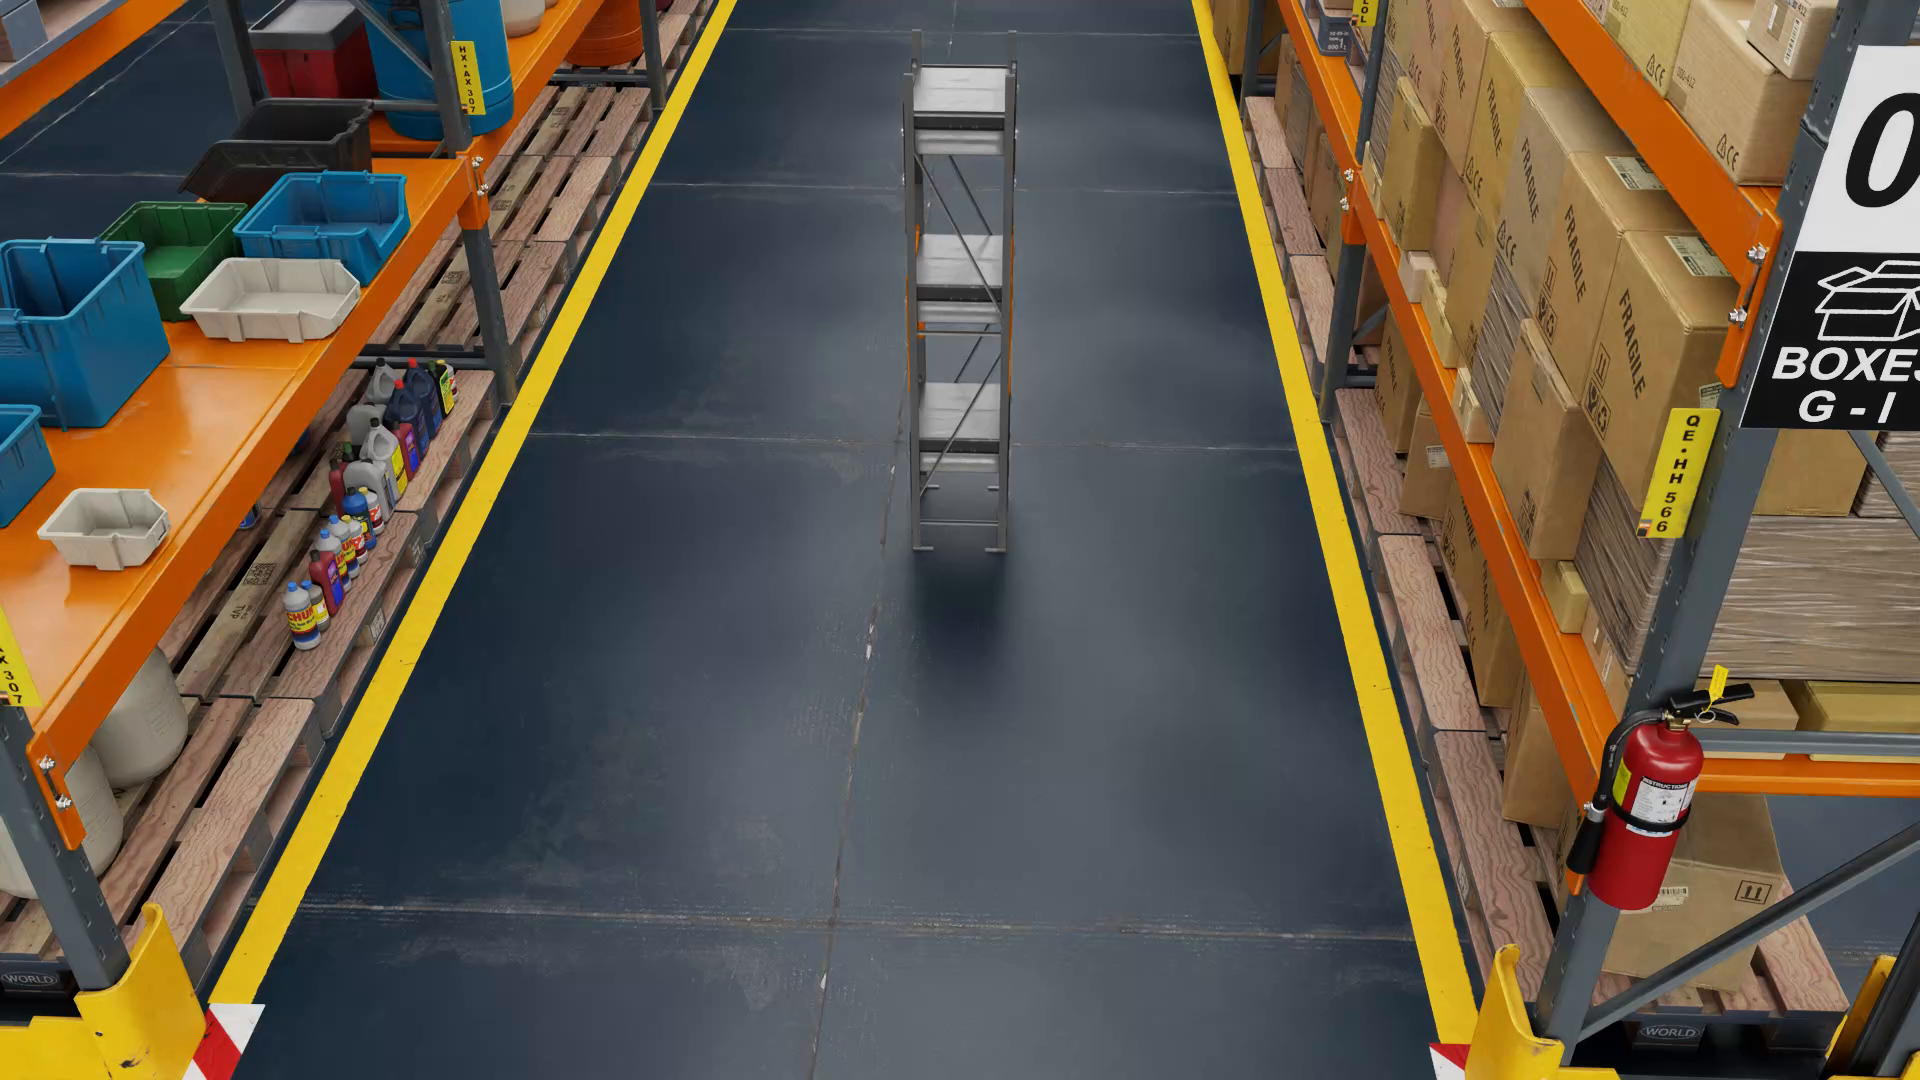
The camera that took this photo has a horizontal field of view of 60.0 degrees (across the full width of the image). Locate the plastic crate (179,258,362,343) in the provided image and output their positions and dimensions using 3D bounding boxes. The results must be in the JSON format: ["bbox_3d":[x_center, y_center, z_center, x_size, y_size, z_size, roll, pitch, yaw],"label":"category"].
[{"bbox_3d":[-2.512,-0.878,6.120,0.530,0.136,0.437,1,35,2],"label":"plastic crate"}]

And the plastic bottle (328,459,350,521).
[{"bbox_3d":[-2.576,-0.230,6.948,0.061,0.283,0.133,1,35,2],"label":"plastic bottle"}]

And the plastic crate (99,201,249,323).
[{"bbox_3d":[-3.037,-1.065,6.340,0.450,0.188,0.662,1,35,2],"label":"plastic crate"}]

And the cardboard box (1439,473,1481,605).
[{"bbox_3d":[2.231,-0.043,6.511,0.500,0.500,0.500,-2,35,-2],"label":"cardboard box"}]

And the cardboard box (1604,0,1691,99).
[{"bbox_3d":[1.871,-1.248,3.938,0.500,0.250,0.500,2,35,2],"label":"cardboard box"}]

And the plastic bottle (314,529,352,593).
[{"bbox_3d":[-2.463,0.078,6.520,0.097,0.271,0.097,0,35,0],"label":"plastic bottle"}]

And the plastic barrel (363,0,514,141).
[{"bbox_3d":[-2.382,-2.345,7.542,0.600,0.901,0.708,1,35,2],"label":"plastic barrel"}]

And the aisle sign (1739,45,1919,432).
[{"bbox_3d":[1.786,-0.547,3.159,0.394,0.787,0.004,1,35,2],"label":"aisle sign"}]

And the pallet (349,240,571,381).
[{"bbox_3d":[-2.707,-1.236,8.825,1.003,0.211,1.213,1,35,2],"label":"pallet"}]

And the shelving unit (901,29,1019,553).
[{"bbox_3d":[0.007,-0.954,6.782,0.431,2.100,0.503,1,35,2],"label":"shelving unit"}]

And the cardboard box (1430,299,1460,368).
[{"bbox_3d":[1.893,-0.729,5.897,0.380,0.149,0.250,1,35,2],"label":"cardboard box"}]

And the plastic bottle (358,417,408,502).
[{"bbox_3d":[-2.459,-0.348,7.058,0.144,0.351,0.185,1,35,2],"label":"plastic bottle"}]

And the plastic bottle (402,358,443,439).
[{"bbox_3d":[-2.438,-0.644,7.479,0.144,0.351,0.185,0,35,1],"label":"plastic bottle"}]

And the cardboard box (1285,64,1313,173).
[{"bbox_3d":[2.393,-2.561,10.077,0.700,0.500,0.500,-1,35,-2],"label":"cardboard box"}]

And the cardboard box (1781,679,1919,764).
[{"bbox_3d":[2.338,0.432,4.244,0.380,0.149,0.250,1,35,2],"label":"cardboard box"}]

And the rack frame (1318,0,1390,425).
[{"bbox_3d":[2.249,-1.810,7.217,1.000,3.000,0.127,1,35,2],"label":"rack frame"}]

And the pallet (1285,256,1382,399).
[{"bbox_3d":[2.279,-1.117,8.655,1.003,0.211,1.213,1,35,2],"label":"pallet"}]

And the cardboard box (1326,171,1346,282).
[{"bbox_3d":[2.333,-1.593,8.700,0.700,0.500,0.500,1,35,2],"label":"cardboard box"}]

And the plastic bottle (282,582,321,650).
[{"bbox_3d":[-2.477,0.275,6.240,0.097,0.271,0.097,0,35,0],"label":"plastic bottle"}]

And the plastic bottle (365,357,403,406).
[{"bbox_3d":[-2.582,-0.647,7.484,0.144,0.351,0.185,1,35,2],"label":"plastic bottle"}]

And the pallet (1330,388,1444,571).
[{"bbox_3d":[2.257,-0.283,7.469,1.003,0.211,1.213,1,35,2],"label":"pallet"}]

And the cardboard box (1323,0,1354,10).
[{"bbox_3d":[2.226,-3.022,8.487,0.797,0.503,0.637,5,35,7],"label":"cardboard box"}]

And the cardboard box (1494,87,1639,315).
[{"bbox_3d":[1.900,-0.980,4.821,0.500,0.500,0.500,1,35,2],"label":"cardboard box"}]

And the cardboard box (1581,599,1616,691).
[{"bbox_3d":[1.904,0.279,4.463,0.380,0.149,0.250,1,35,2],"label":"cardboard box"}]

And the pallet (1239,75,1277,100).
[{"bbox_3d":[2.516,-3.419,11.931,1.003,0.211,1.213,1,35,2],"label":"pallet"}]

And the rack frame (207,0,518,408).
[{"bbox_3d":[-2.700,-1.925,7.380,1.000,3.000,0.127,1,35,2],"label":"rack frame"}]

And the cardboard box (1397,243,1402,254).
[{"bbox_3d":[1.934,-1.159,6.509,0.380,0.149,0.250,1,35,2],"label":"cardboard box"}]

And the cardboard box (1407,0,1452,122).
[{"bbox_3d":[1.958,-1.842,6.047,0.500,0.500,0.500,1,35,2],"label":"cardboard box"}]

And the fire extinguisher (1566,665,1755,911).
[{"bbox_3d":[1.623,0.575,3.891,0.296,0.674,0.183,1,35,2],"label":"fire extinguisher"}]

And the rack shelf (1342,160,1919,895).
[{"bbox_3d":[2.168,-0.367,5.789,1.077,0.370,4.000,1,35,2],"label":"rack shelf"}]

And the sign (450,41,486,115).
[{"bbox_3d":[-2.151,-2.019,7.273,0.100,0.325,0.005,1,35,2],"label":"sign"}]

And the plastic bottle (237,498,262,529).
[{"bbox_3d":[-3.023,-0.194,6.904,0.152,0.276,0.135,1,35,2],"label":"plastic bottle"}]

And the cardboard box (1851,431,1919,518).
[{"bbox_3d":[2.382,-0.393,3.986,0.500,0.500,0.500,1,35,2],"label":"cardboard box"}]

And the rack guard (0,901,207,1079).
[{"bbox_3d":[-2.905,1.351,4.892,1.175,0.500,0.348,1,35,2],"label":"rack guard"}]

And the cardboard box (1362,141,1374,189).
[{"bbox_3d":[1.940,-1.591,7.123,0.380,0.149,0.250,1,35,2],"label":"cardboard box"}]

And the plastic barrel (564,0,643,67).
[{"bbox_3d":[-2.537,-3.788,11.554,0.600,0.830,0.708,1,35,2],"label":"plastic barrel"}]

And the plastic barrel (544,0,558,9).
[{"bbox_3d":[-2.396,-3.195,9.069,0.433,0.535,0.433,0,35,0],"label":"plastic barrel"}]

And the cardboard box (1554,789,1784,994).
[{"bbox_3d":[2.130,0.980,5.055,0.500,0.500,0.500,8,36,11],"label":"cardboard box"}]

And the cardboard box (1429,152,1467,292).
[{"bbox_3d":[2.194,-1.140,5.917,0.875,0.500,0.500,1,35,2],"label":"cardboard box"}]

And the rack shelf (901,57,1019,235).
[{"bbox_3d":[0.007,-1.516,6.387,0.431,0.518,0.480,1,35,2],"label":"rack shelf"}]

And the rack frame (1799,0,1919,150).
[{"bbox_3d":[2.088,-1.967,2.222,1.000,3.000,0.127,1,35,2],"label":"rack frame"}]

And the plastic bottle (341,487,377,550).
[{"bbox_3d":[-2.451,-0.096,6.767,0.097,0.271,0.097,0,35,0],"label":"plastic bottle"}]

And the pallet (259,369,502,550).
[{"bbox_3d":[-2.769,-0.399,7.634,1.003,0.211,1.213,1,35,2],"label":"pallet"}]

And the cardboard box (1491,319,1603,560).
[{"bbox_3d":[2.038,-0.280,4.694,0.875,0.500,0.500,1,35,2],"label":"cardboard box"}]
